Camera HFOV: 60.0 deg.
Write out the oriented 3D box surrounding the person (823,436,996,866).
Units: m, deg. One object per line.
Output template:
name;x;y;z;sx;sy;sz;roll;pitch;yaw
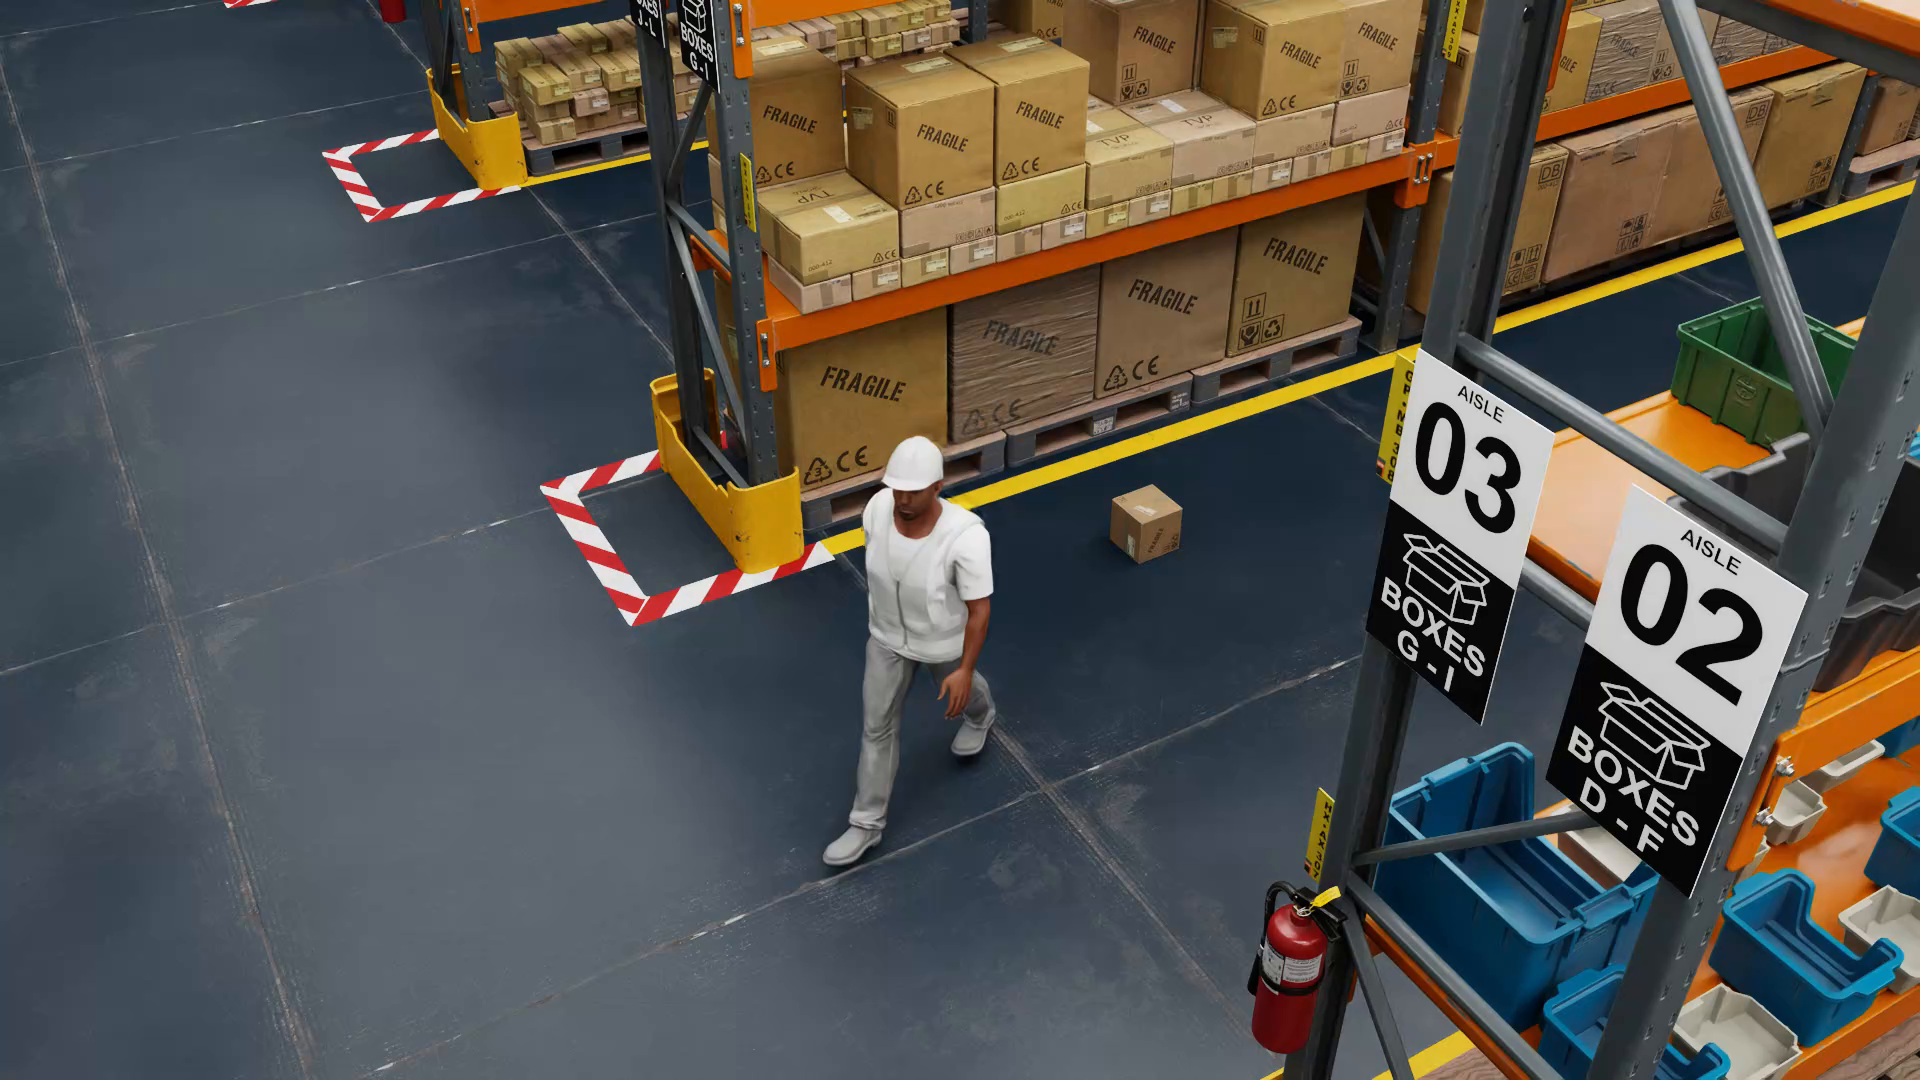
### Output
person;-0.170;0.382;6.394;0.610;1.708;1.090;14;39;18
